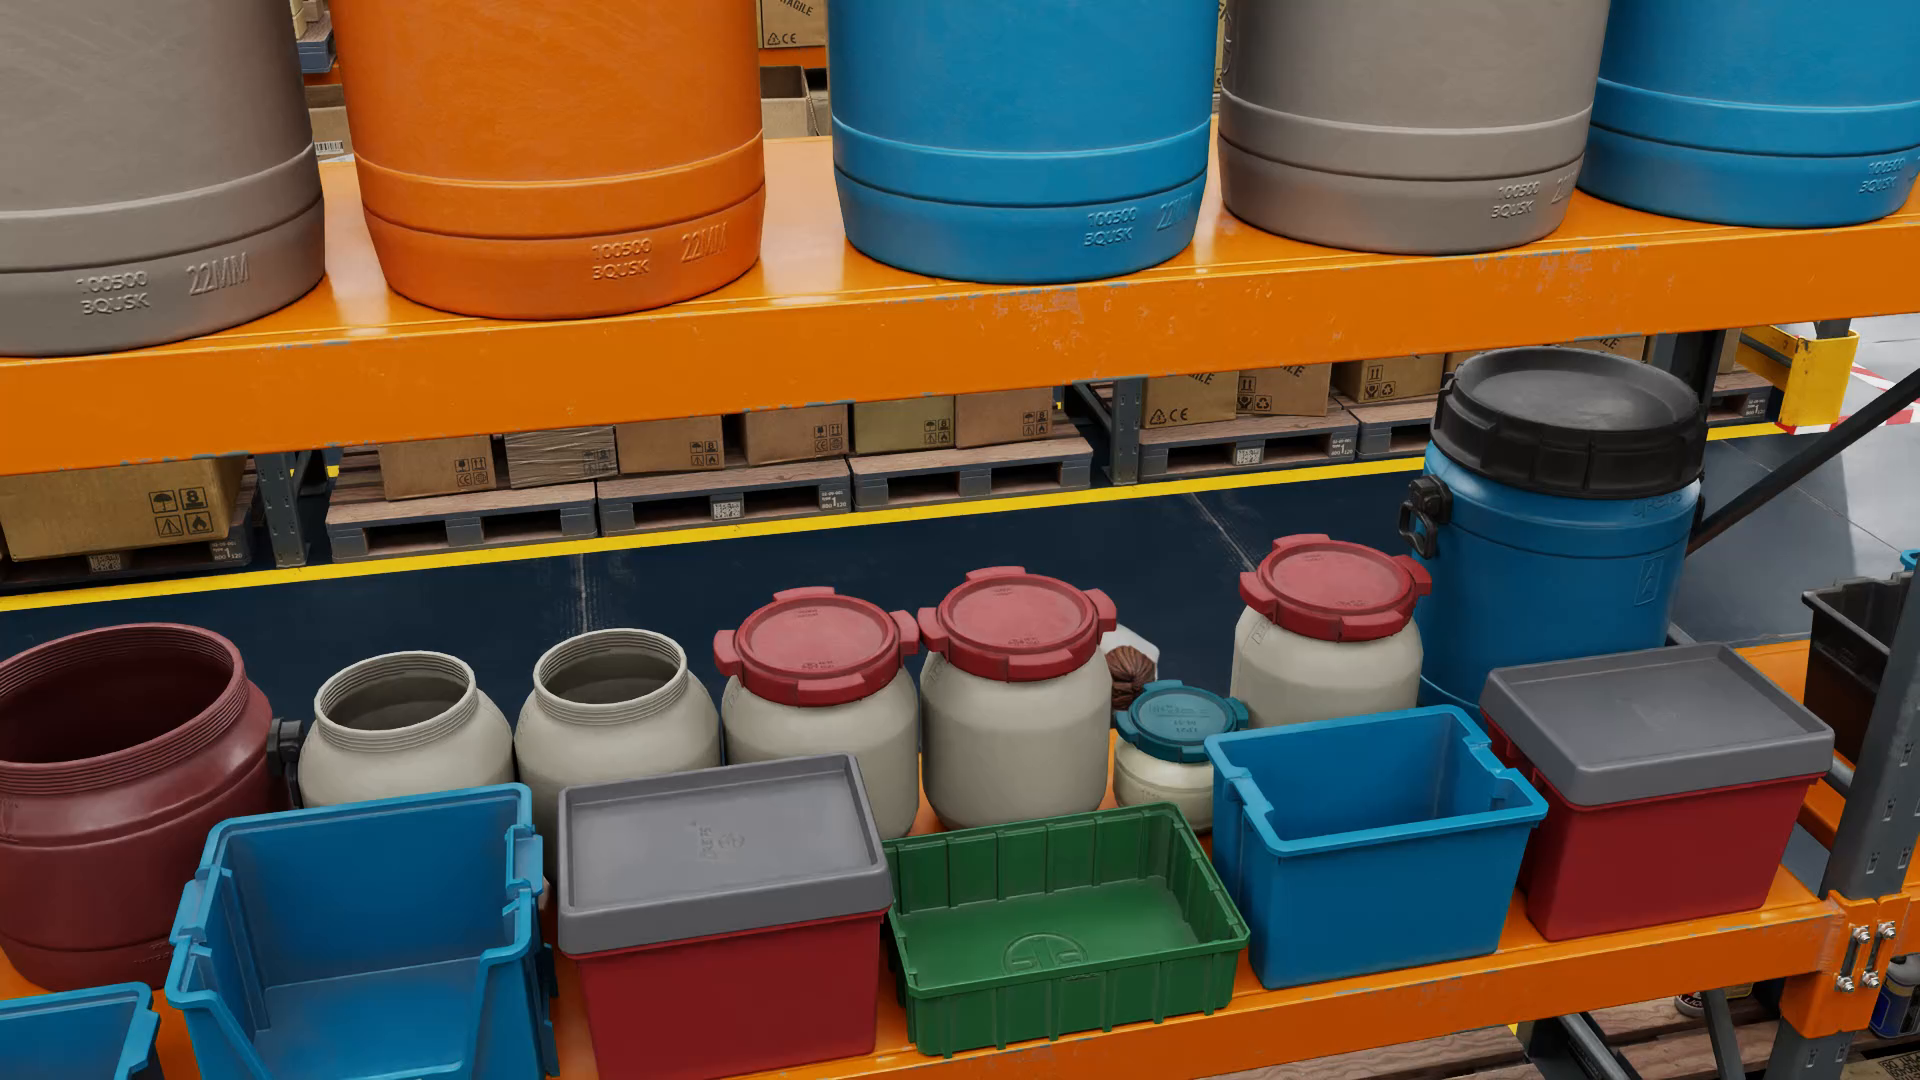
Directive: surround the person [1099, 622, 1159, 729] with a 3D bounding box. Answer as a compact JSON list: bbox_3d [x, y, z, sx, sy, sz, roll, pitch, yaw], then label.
[{"bbox_3d":[0.433,0.619,5.690,0.425,0.897,0.845,-7,28,-13],"label":"person"}]
